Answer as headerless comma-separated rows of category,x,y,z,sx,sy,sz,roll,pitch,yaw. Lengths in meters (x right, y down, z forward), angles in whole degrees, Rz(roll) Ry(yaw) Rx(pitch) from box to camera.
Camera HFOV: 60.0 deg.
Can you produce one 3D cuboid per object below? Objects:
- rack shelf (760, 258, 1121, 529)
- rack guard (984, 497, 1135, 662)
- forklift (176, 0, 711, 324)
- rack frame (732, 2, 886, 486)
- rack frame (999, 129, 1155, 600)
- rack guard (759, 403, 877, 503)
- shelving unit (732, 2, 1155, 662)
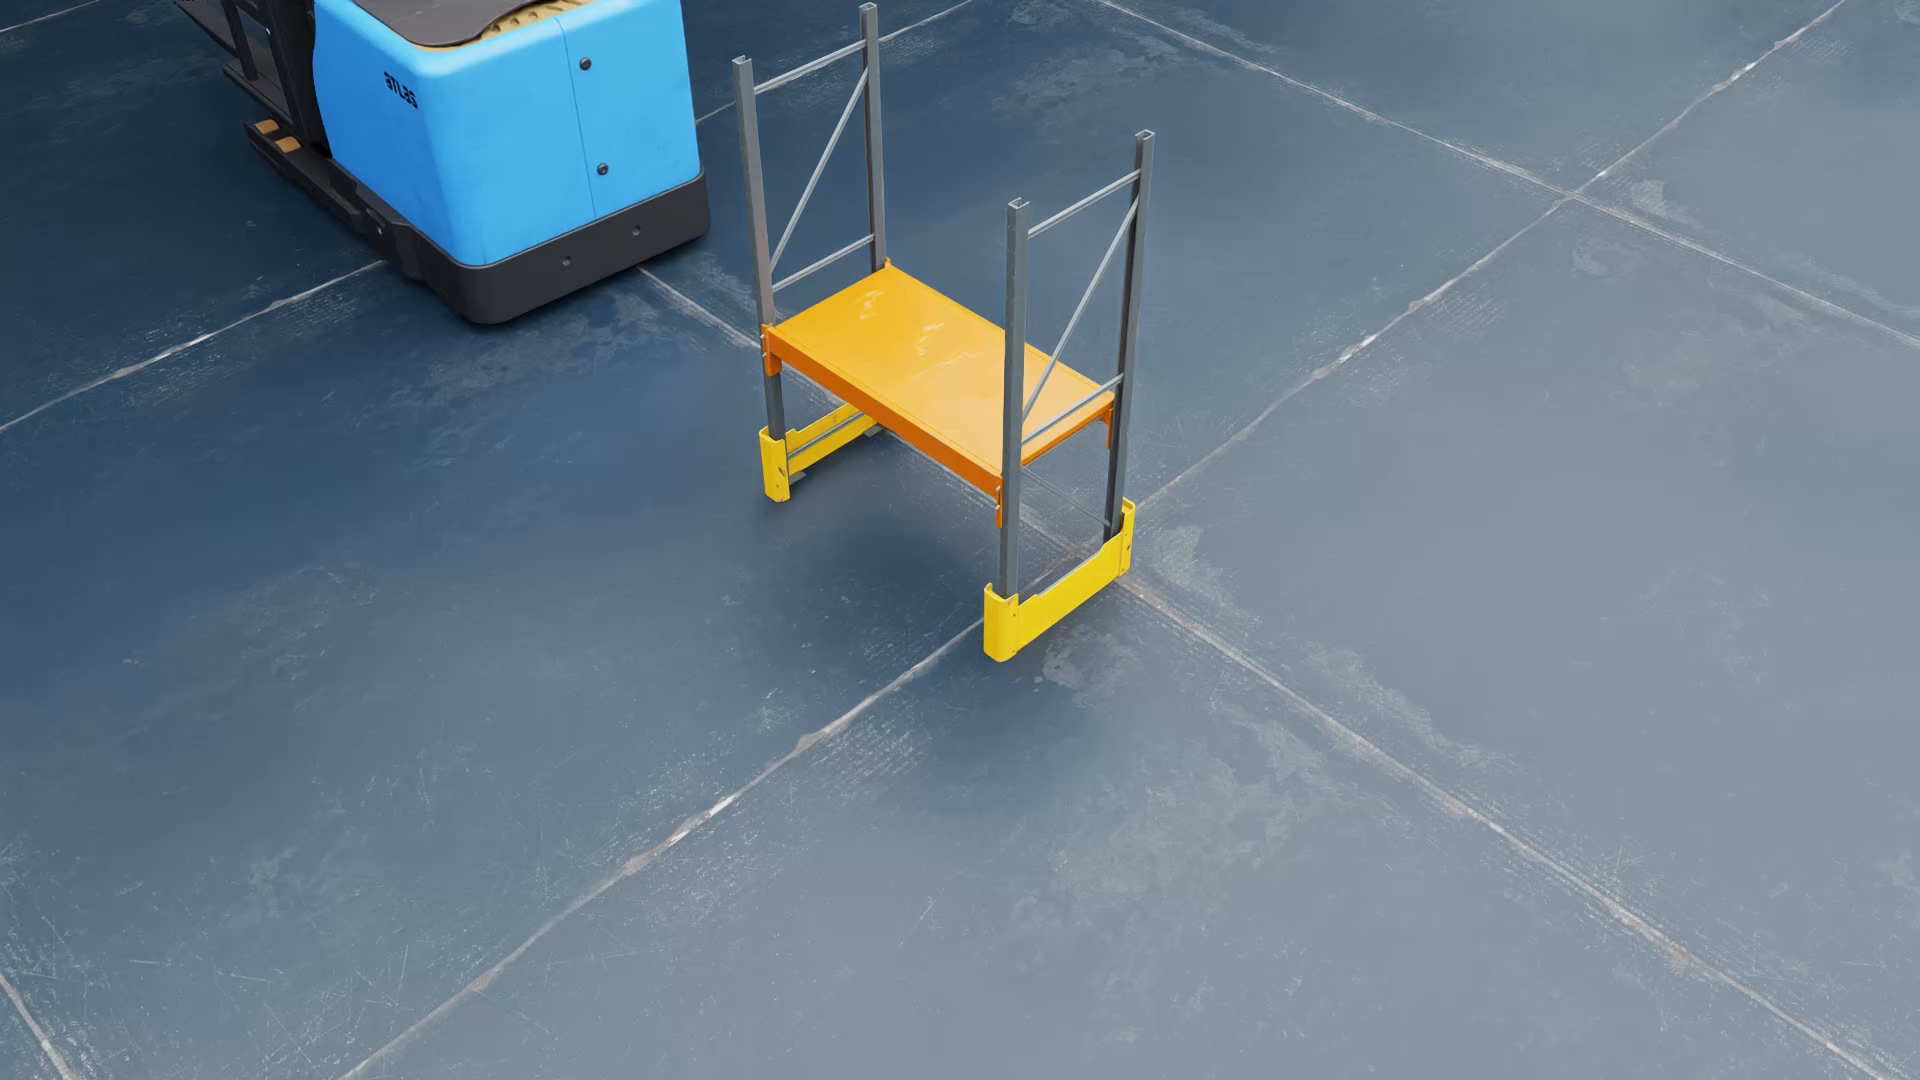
rack shelf,-0.060,-0.460,4.907,0.538,0.185,1.000,-34,53,-31
rack guard,0.298,0.111,4.946,0.587,0.250,0.087,-34,53,-31
forklift,-2.325,-2.773,6.091,1.130,2.935,3.031,-31,51,-29
rack frame,-0.419,-0.836,5.050,0.500,1.500,0.032,-34,53,-31
rack frame,0.299,-0.348,4.521,0.500,1.500,0.032,-34,53,-31
rack guard,-0.406,-0.368,5.464,0.587,0.250,0.087,-34,53,-31
shelving unit,-0.054,-0.587,4.781,0.587,1.500,1.083,-34,53,-31
